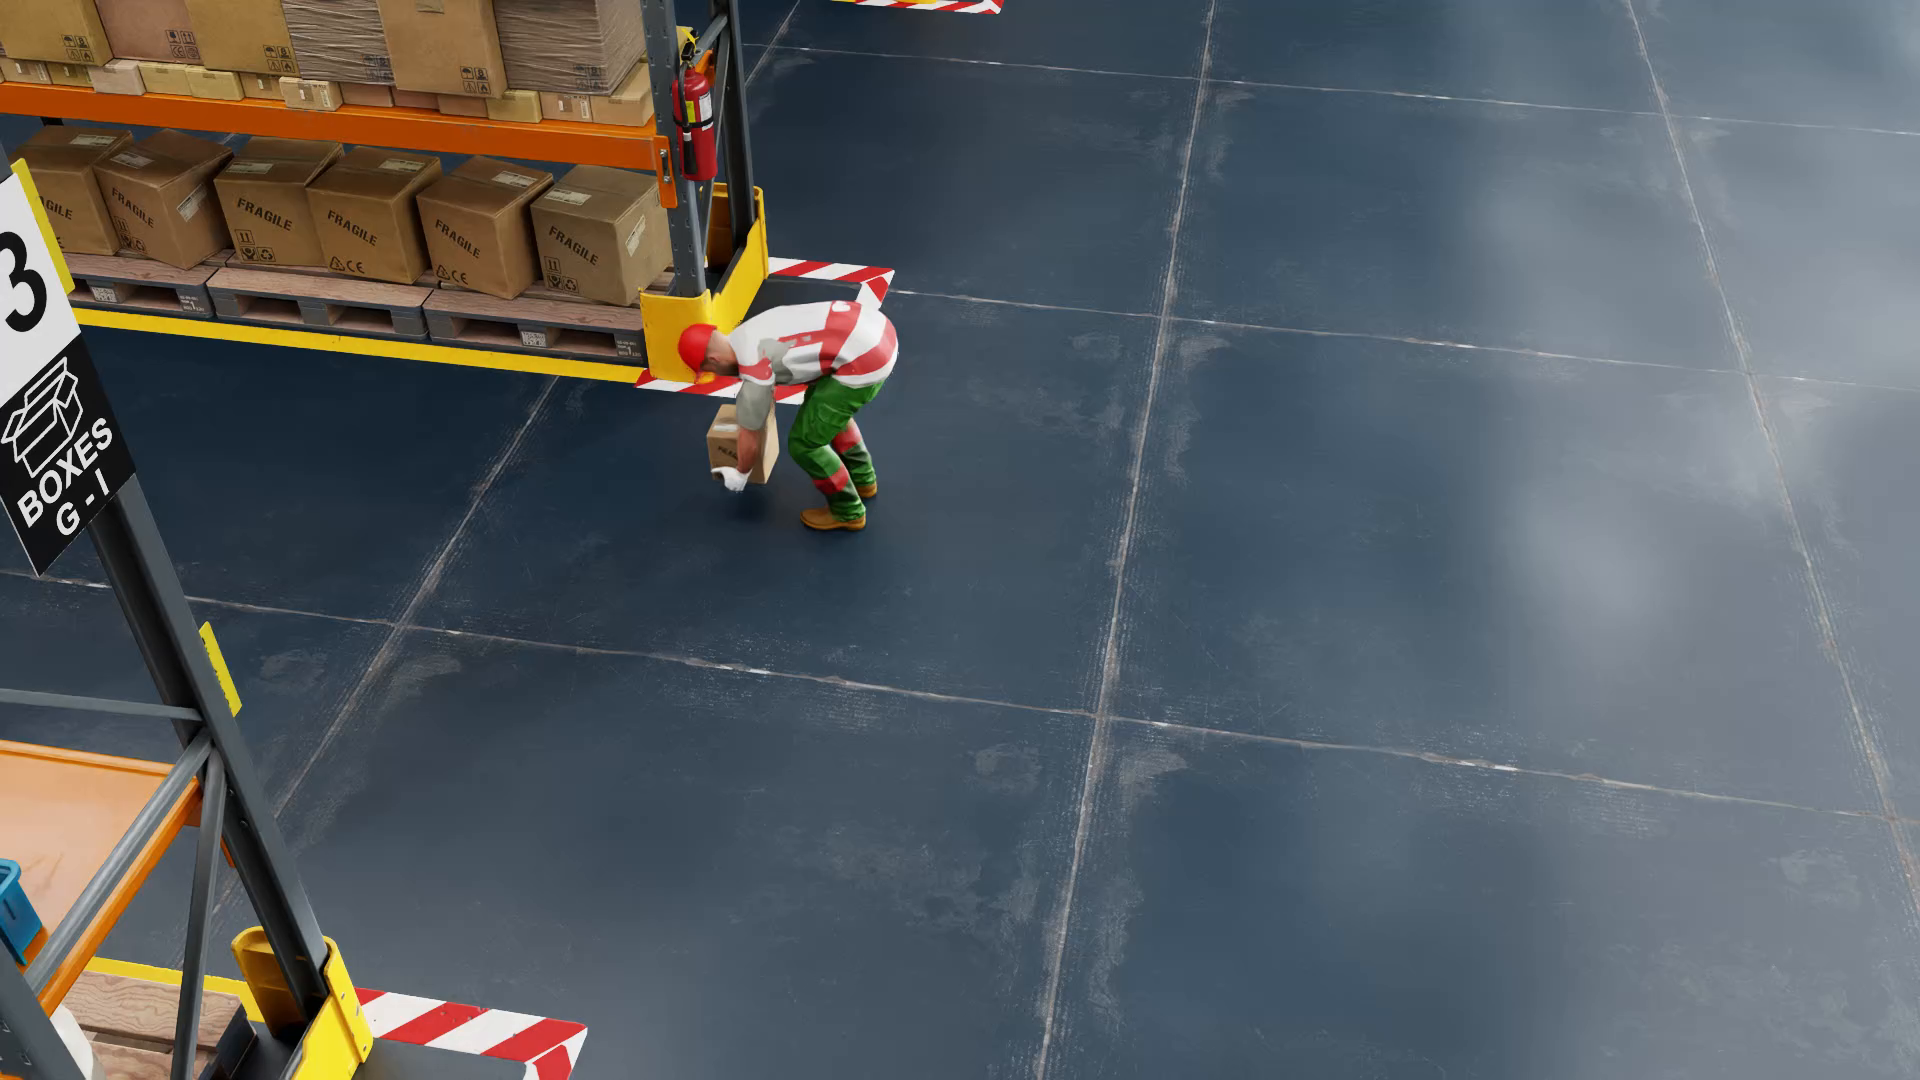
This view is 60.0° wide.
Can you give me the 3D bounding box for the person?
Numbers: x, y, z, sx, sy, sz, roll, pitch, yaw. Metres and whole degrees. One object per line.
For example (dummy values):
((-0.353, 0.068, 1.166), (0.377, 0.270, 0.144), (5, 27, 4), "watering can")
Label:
((-0.749, -0.578, 7.382), (0.962, 1.060, 0.517), (5, 40, 6), "person")
